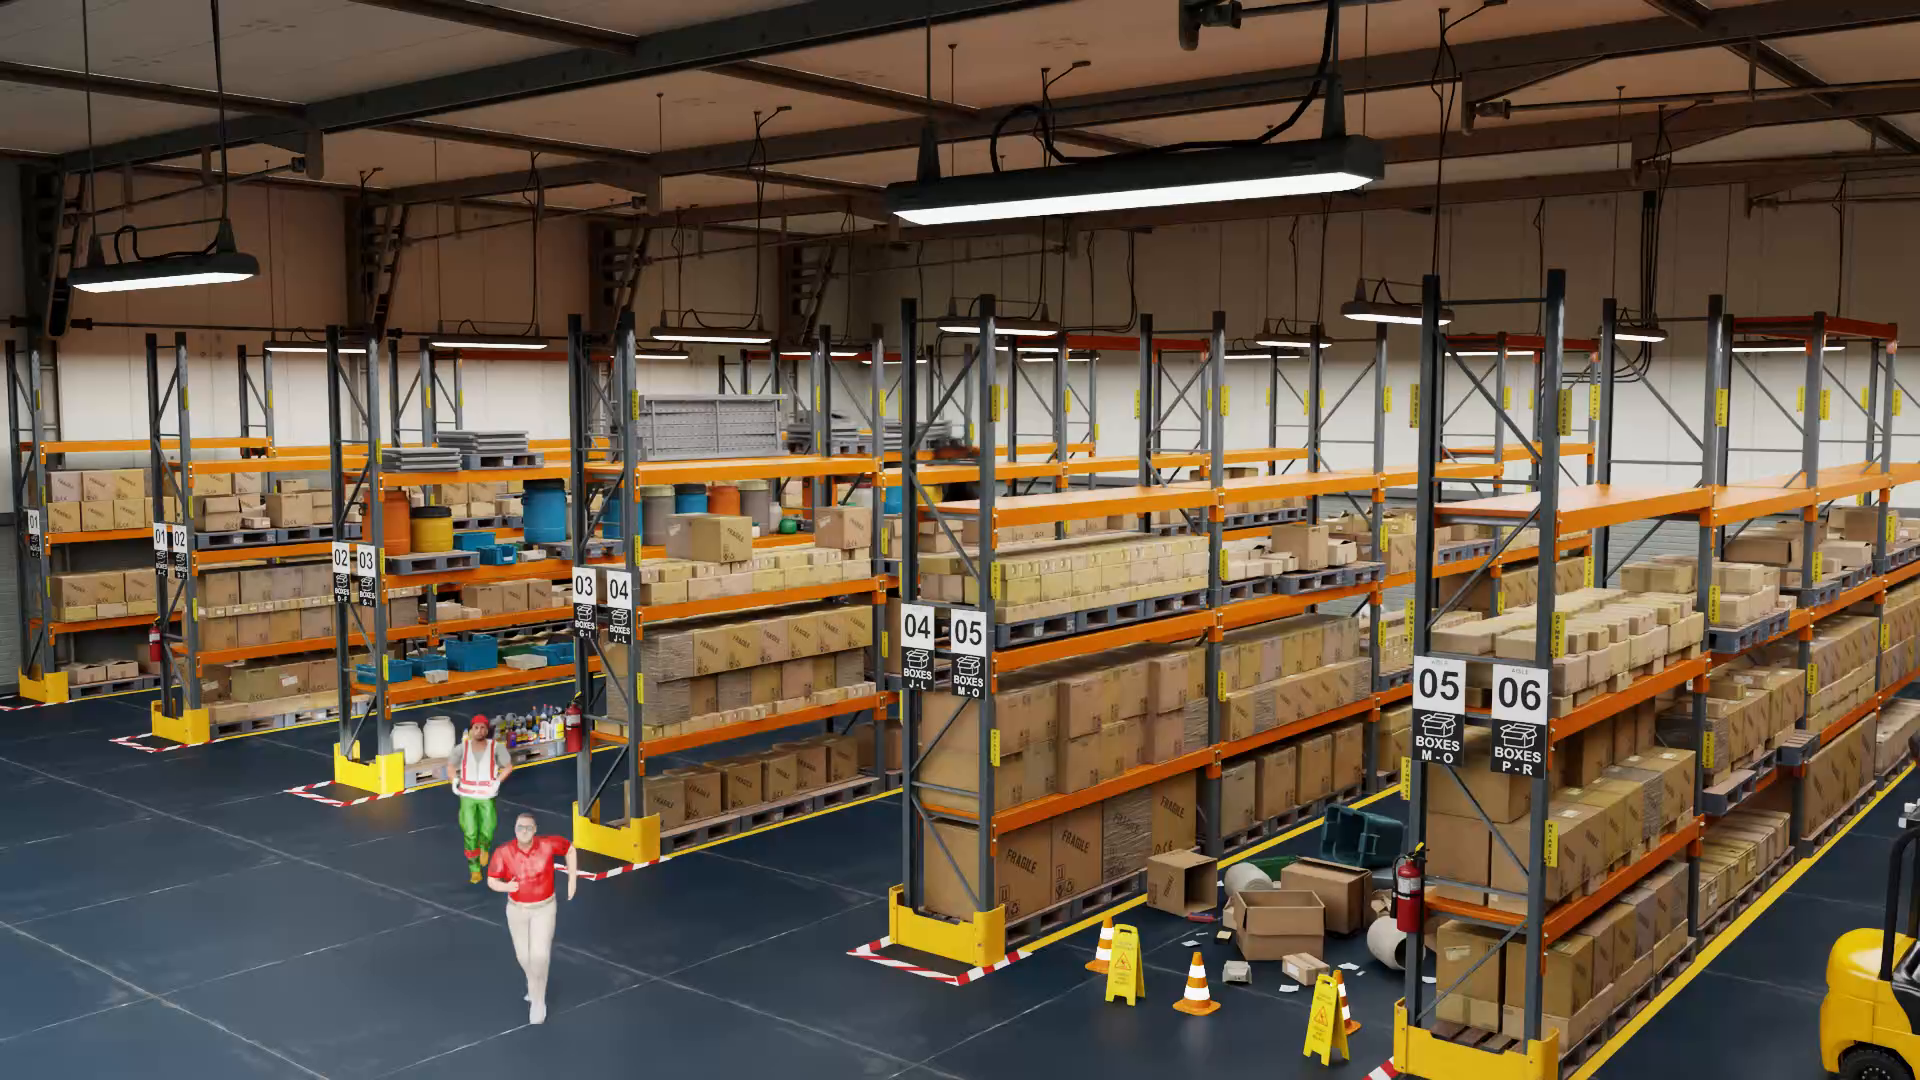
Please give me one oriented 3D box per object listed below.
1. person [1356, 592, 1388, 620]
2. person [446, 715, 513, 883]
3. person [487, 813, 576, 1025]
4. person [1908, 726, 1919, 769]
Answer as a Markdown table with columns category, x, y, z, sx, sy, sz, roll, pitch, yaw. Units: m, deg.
| category | x | y | z | sx | sy | sz | roll | pitch | yaw |
| --- | --- | --- | --- | --- | --- | --- | --- | --- | --- |
| person | 7.381 | 1.688 | 29.683 | 0.657 | 1.620 | 0.474 | 1 | 5 | 7 |
| person | -5.113 | 2.724 | 17.718 | 0.687 | 1.756 | 0.642 | -1 | 5 | -13 |
| person | -3.525 | 3.089 | 13.711 | 0.689 | 1.753 | 0.853 | -1 | 5 | -8 |
| person | 11.142 | 2.661 | 18.837 | 0.669 | 1.614 | 0.618 | 4 | 7 | 40 |
